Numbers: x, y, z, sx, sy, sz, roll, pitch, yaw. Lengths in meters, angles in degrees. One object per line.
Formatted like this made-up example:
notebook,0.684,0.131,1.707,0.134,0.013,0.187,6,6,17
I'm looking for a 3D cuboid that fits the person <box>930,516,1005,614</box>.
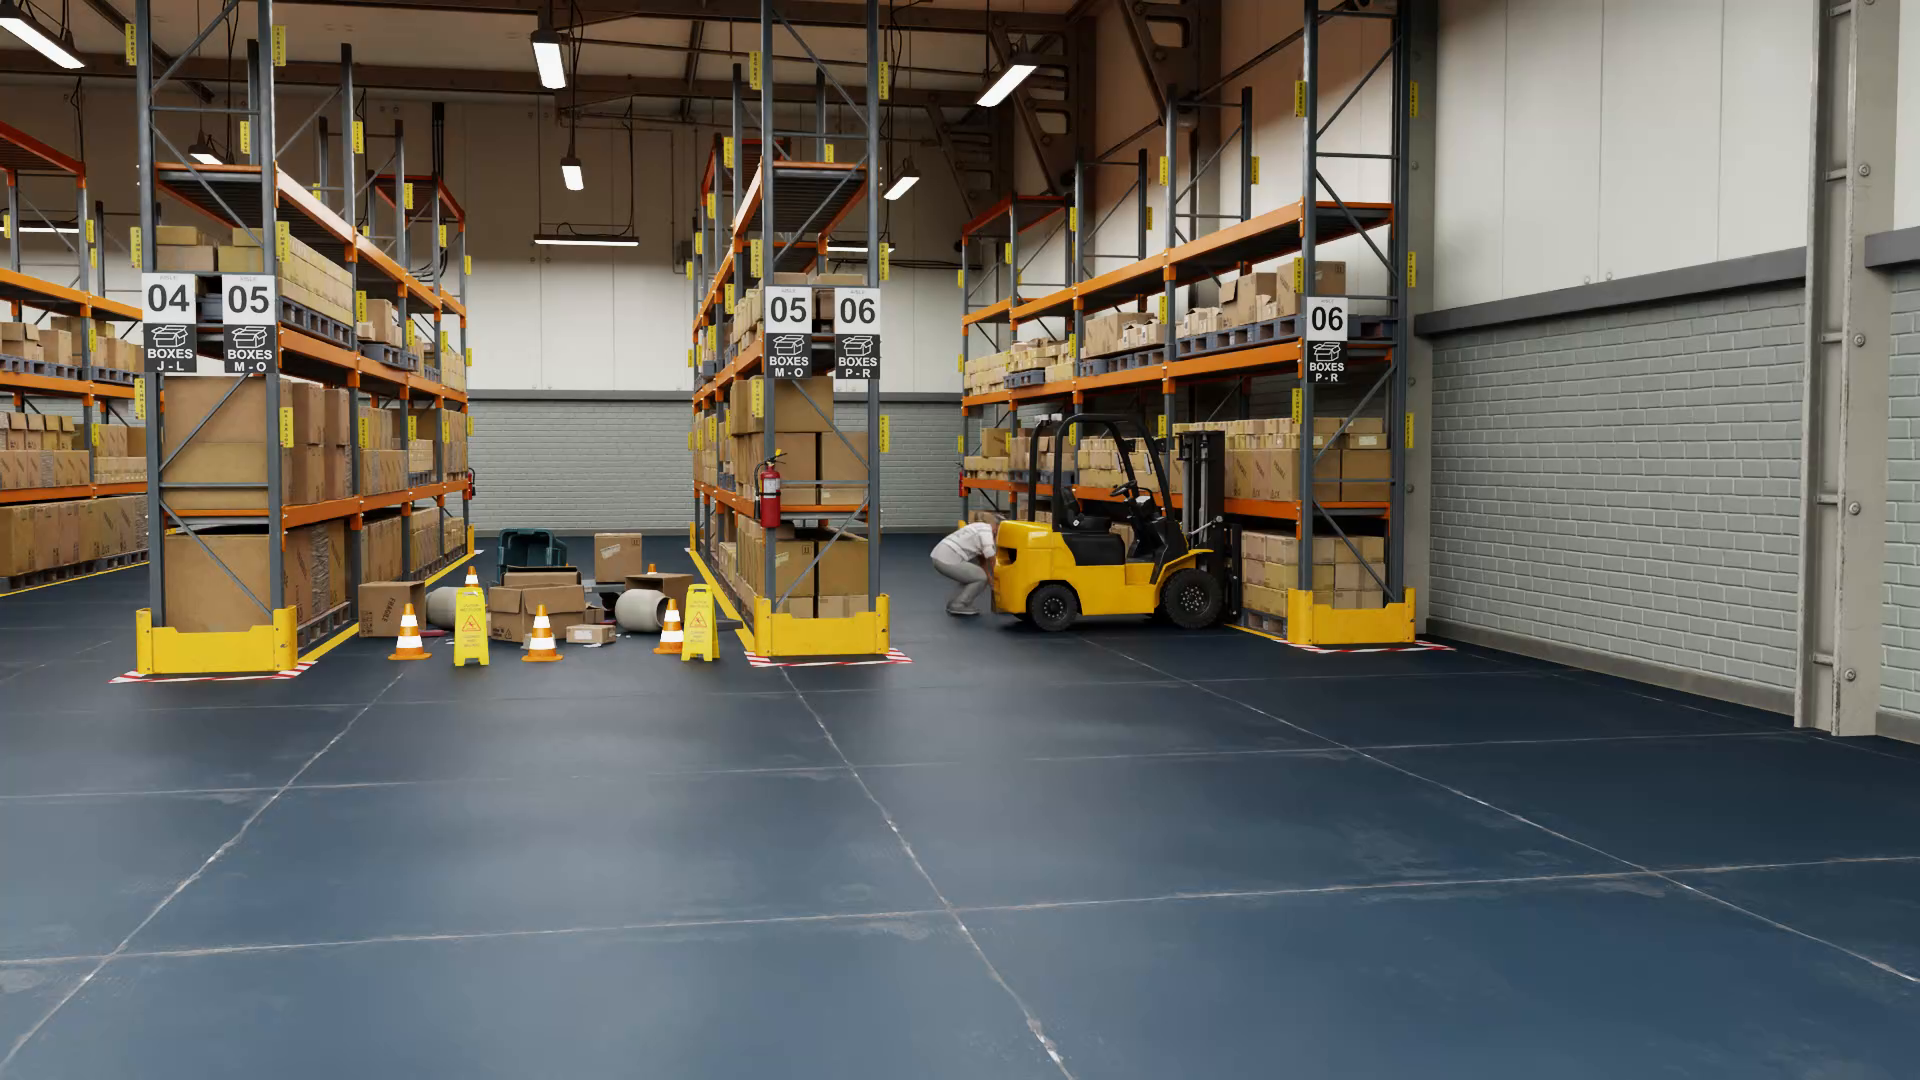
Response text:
person,0.149,0.272,18.360,0.908,1.075,0.578,-1,3,-12
